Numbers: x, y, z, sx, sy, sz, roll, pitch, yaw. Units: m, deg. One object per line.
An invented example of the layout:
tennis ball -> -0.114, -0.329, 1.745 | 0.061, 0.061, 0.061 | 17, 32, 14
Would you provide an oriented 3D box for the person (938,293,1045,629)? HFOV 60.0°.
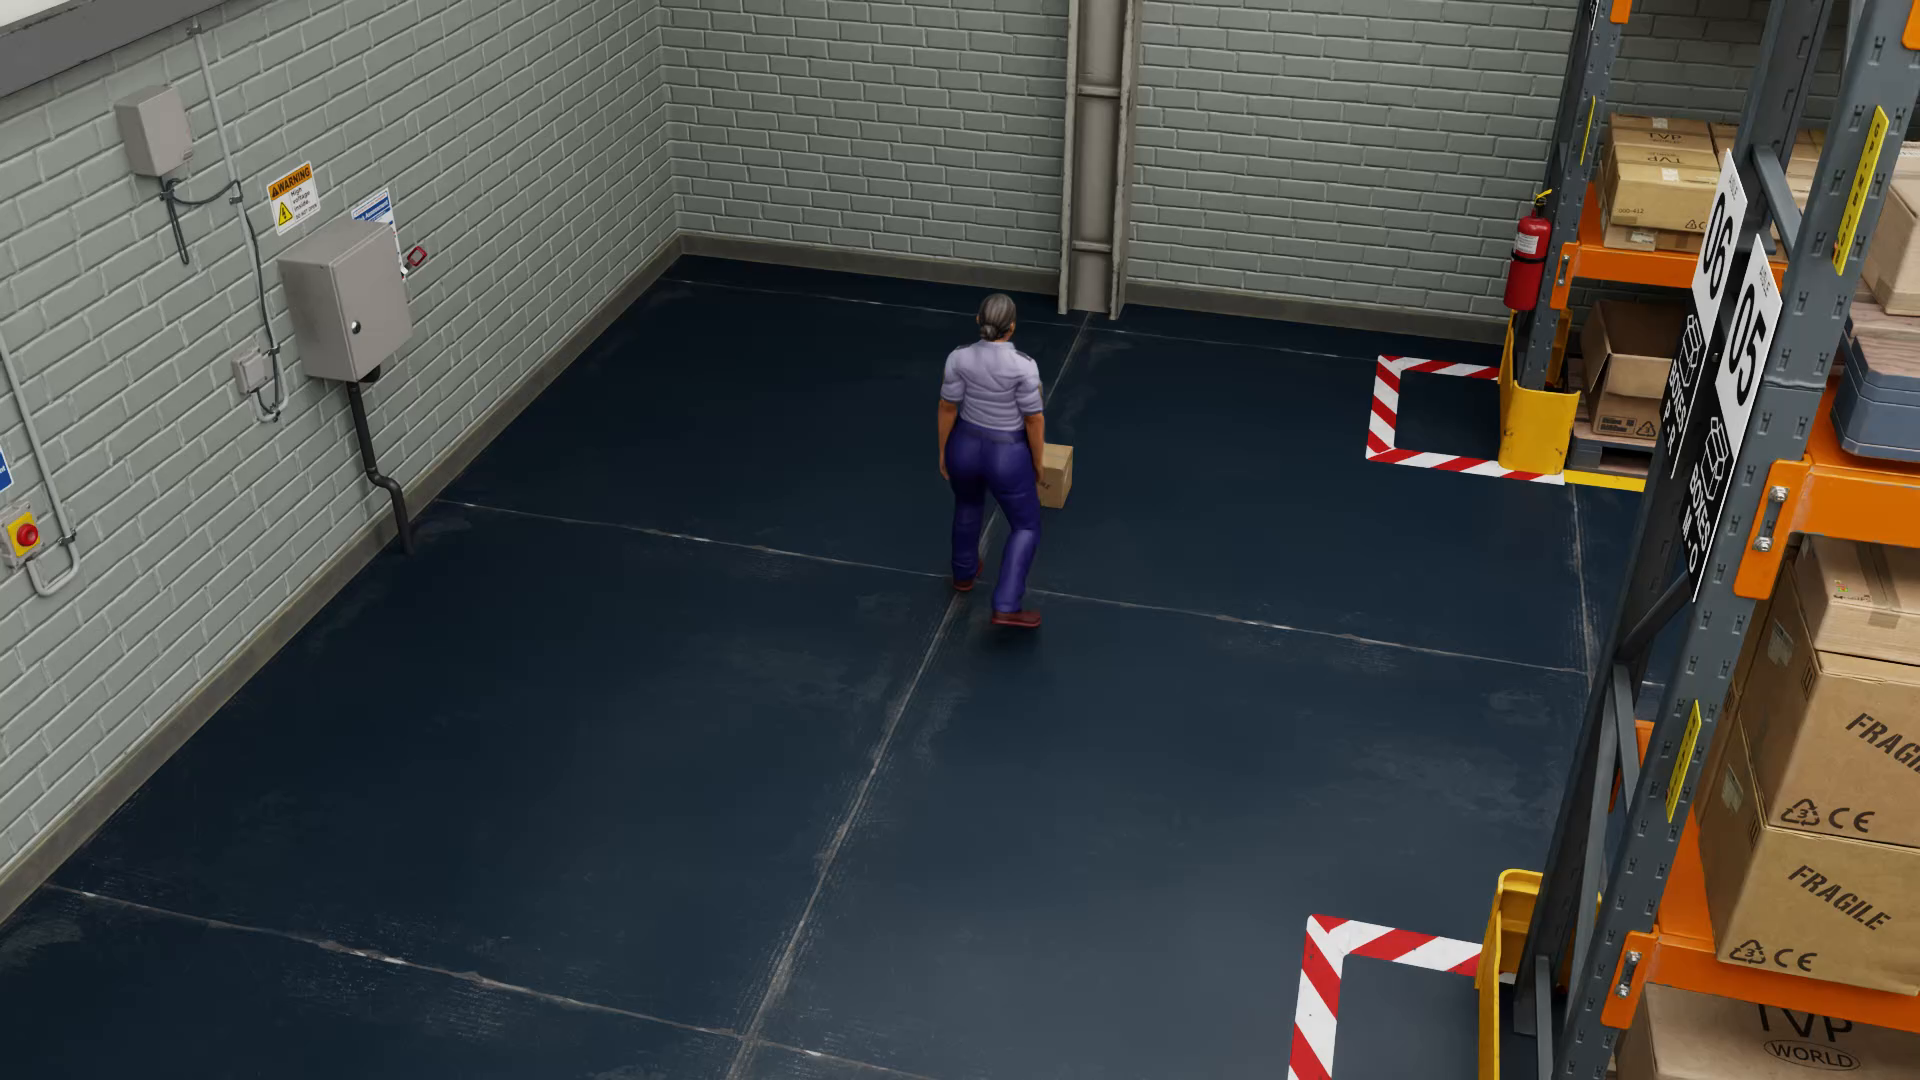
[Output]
person -> 0.161, -0.357, 7.710 | 0.577, 1.622, 0.698 | 10, 34, 15
